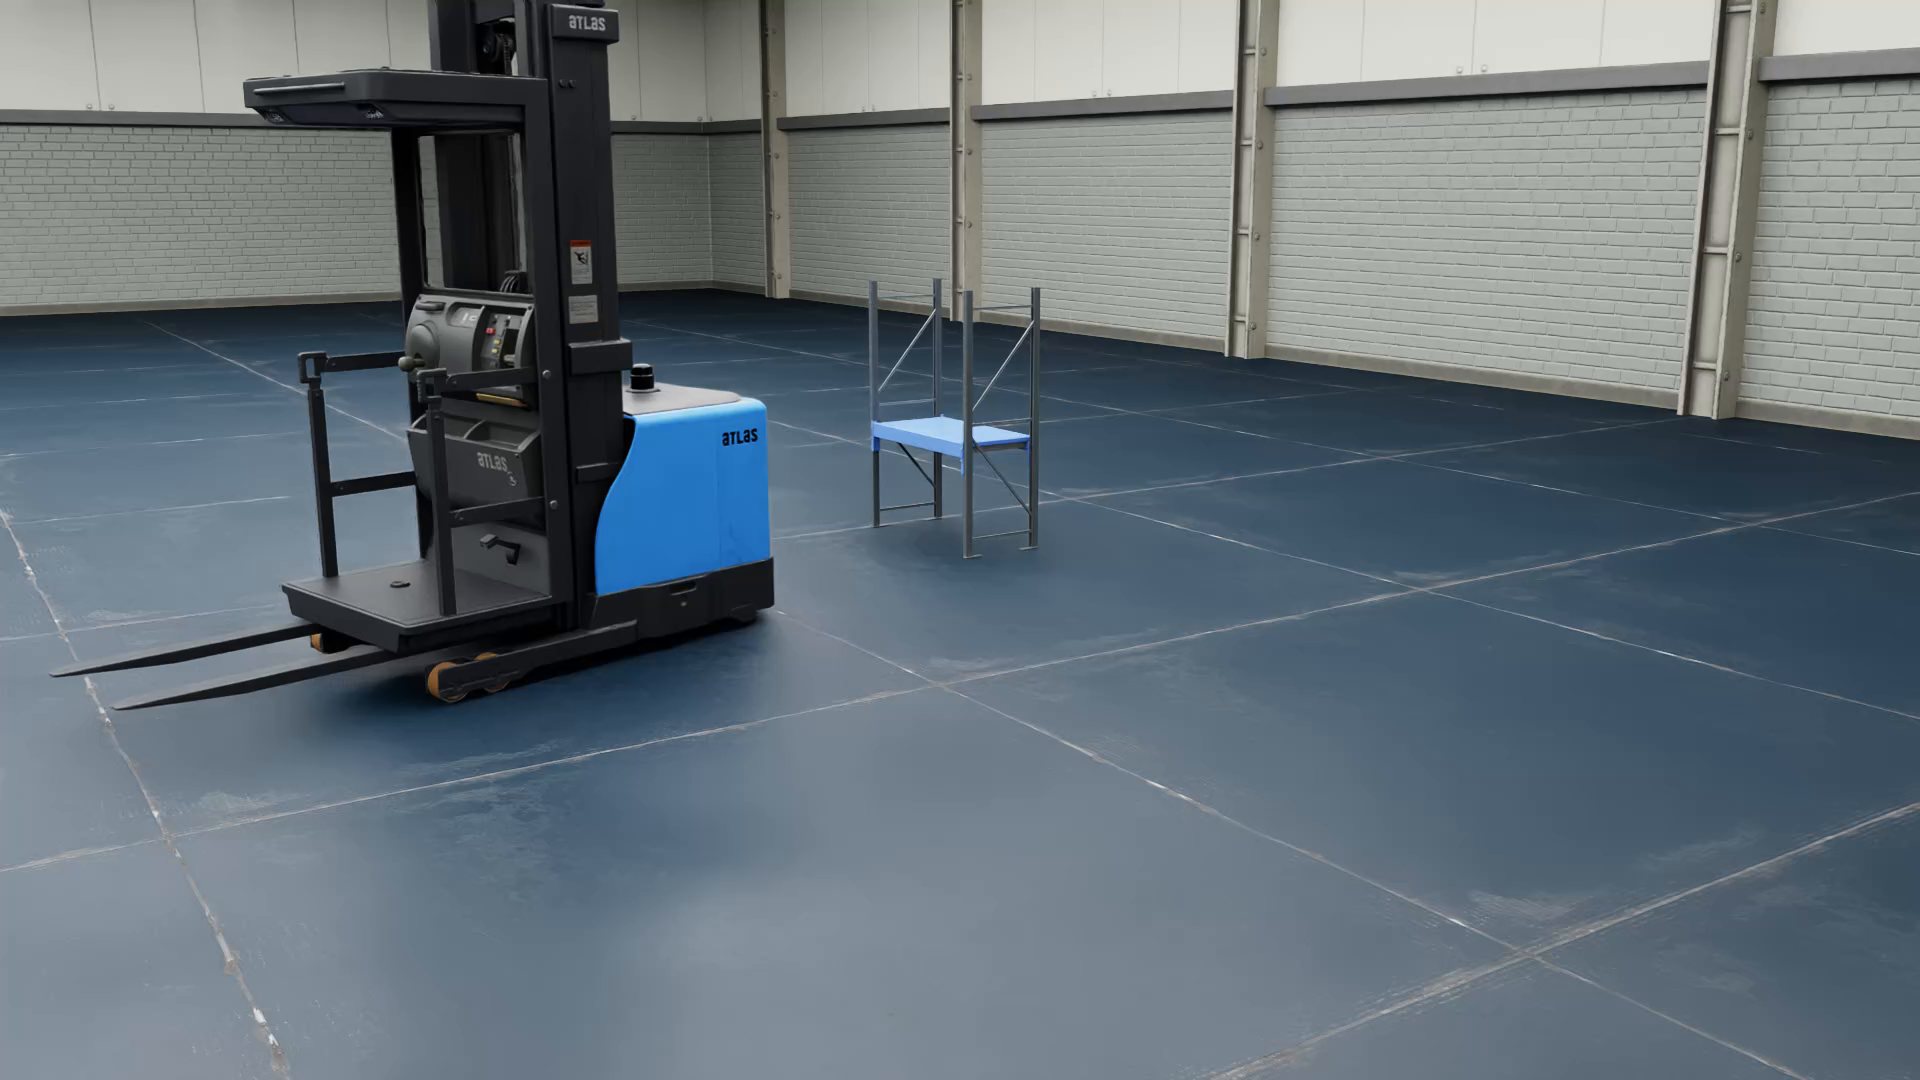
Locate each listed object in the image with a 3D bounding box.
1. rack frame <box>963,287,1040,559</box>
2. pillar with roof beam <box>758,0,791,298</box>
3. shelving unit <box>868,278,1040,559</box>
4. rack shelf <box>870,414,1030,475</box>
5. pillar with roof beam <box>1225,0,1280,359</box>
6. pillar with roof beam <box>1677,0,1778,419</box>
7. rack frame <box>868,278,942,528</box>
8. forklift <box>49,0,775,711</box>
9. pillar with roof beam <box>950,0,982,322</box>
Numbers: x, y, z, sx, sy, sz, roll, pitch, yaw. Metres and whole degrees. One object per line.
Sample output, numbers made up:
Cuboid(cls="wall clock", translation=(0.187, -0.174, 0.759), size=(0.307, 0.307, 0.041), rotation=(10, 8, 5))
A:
Cuboid(cls="rack frame", translation=(0.234, -0.657, 9.357), size=(0.500, 1.500, 0.032), rotation=(-8, 15, -33))
Cuboid(cls="pillar with roof beam", translation=(-6.824, -8.211, 26.344), size=(9.100, 9.000, 0.400), rotation=(-8, 15, -33))
Cuboid(cls="shelving unit", translation=(-0.047, -0.748, 9.771), size=(0.538, 1.500, 1.048), rotation=(-8, 15, -33))
Cuboid(cls="rack shelf", translation=(-0.047, -0.572, 9.809), size=(0.538, 0.185, 1.000), rotation=(-8, 15, -33))
Cuboid(cls="pillar with roof beam", translation=(-0.175, -6.077, 16.585), size=(9.100, 9.000, 0.400), rotation=(-8, 15, -33))
Cuboid(cls="pillar with roof beam", translation=(3.149, -5.010, 11.705), size=(9.100, 9.000, 0.400), rotation=(-8, 15, -33))
Cuboid(cls="rack frame", translation=(-0.329, -0.838, 10.184), size=(0.500, 1.500, 0.032), rotation=(-8, 15, -33))
Cuboid(cls="forklift", translation=(-2.271, -0.887, 7.059), size=(1.130, 2.935, 3.031), rotation=(11, 17, 41))
Cuboid(cls="pillar with roof beam", translation=(-3.500, -7.144, 21.465), size=(9.100, 9.000, 0.400), rotation=(-8, 15, -33))
